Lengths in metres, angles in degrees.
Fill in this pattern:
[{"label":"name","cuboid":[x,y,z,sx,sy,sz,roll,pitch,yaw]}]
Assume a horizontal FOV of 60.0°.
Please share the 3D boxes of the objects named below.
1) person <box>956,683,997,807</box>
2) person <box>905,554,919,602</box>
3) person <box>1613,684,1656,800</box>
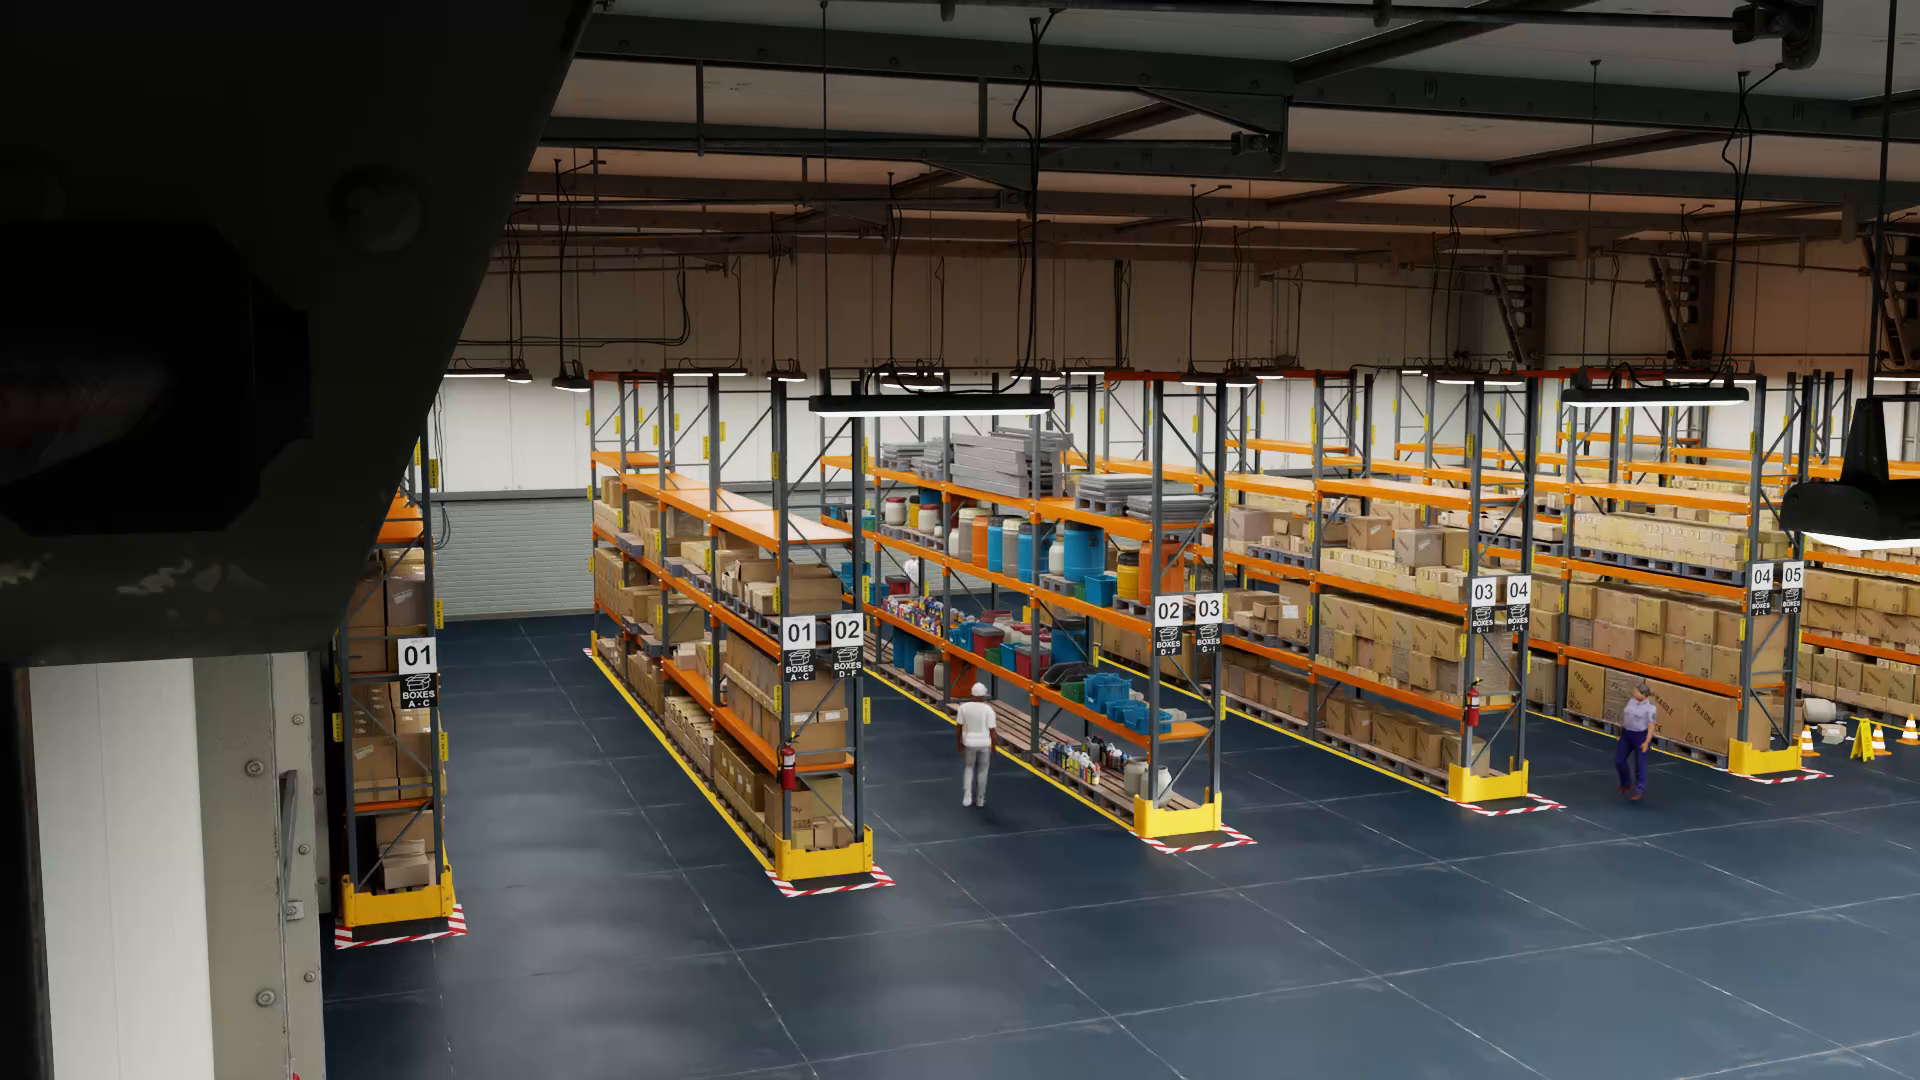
[{"label":"person","cuboid":[0.224,2.862,23.176,0.581,1.756,0.603,1,7,13]},{"label":"person","cuboid":[-1.101,1.049,39.899,0.457,1.702,0.500,6,9,42]},{"label":"person","cuboid":[9.632,2.885,23.788,0.455,1.693,0.577,-6,8,-41]}]
